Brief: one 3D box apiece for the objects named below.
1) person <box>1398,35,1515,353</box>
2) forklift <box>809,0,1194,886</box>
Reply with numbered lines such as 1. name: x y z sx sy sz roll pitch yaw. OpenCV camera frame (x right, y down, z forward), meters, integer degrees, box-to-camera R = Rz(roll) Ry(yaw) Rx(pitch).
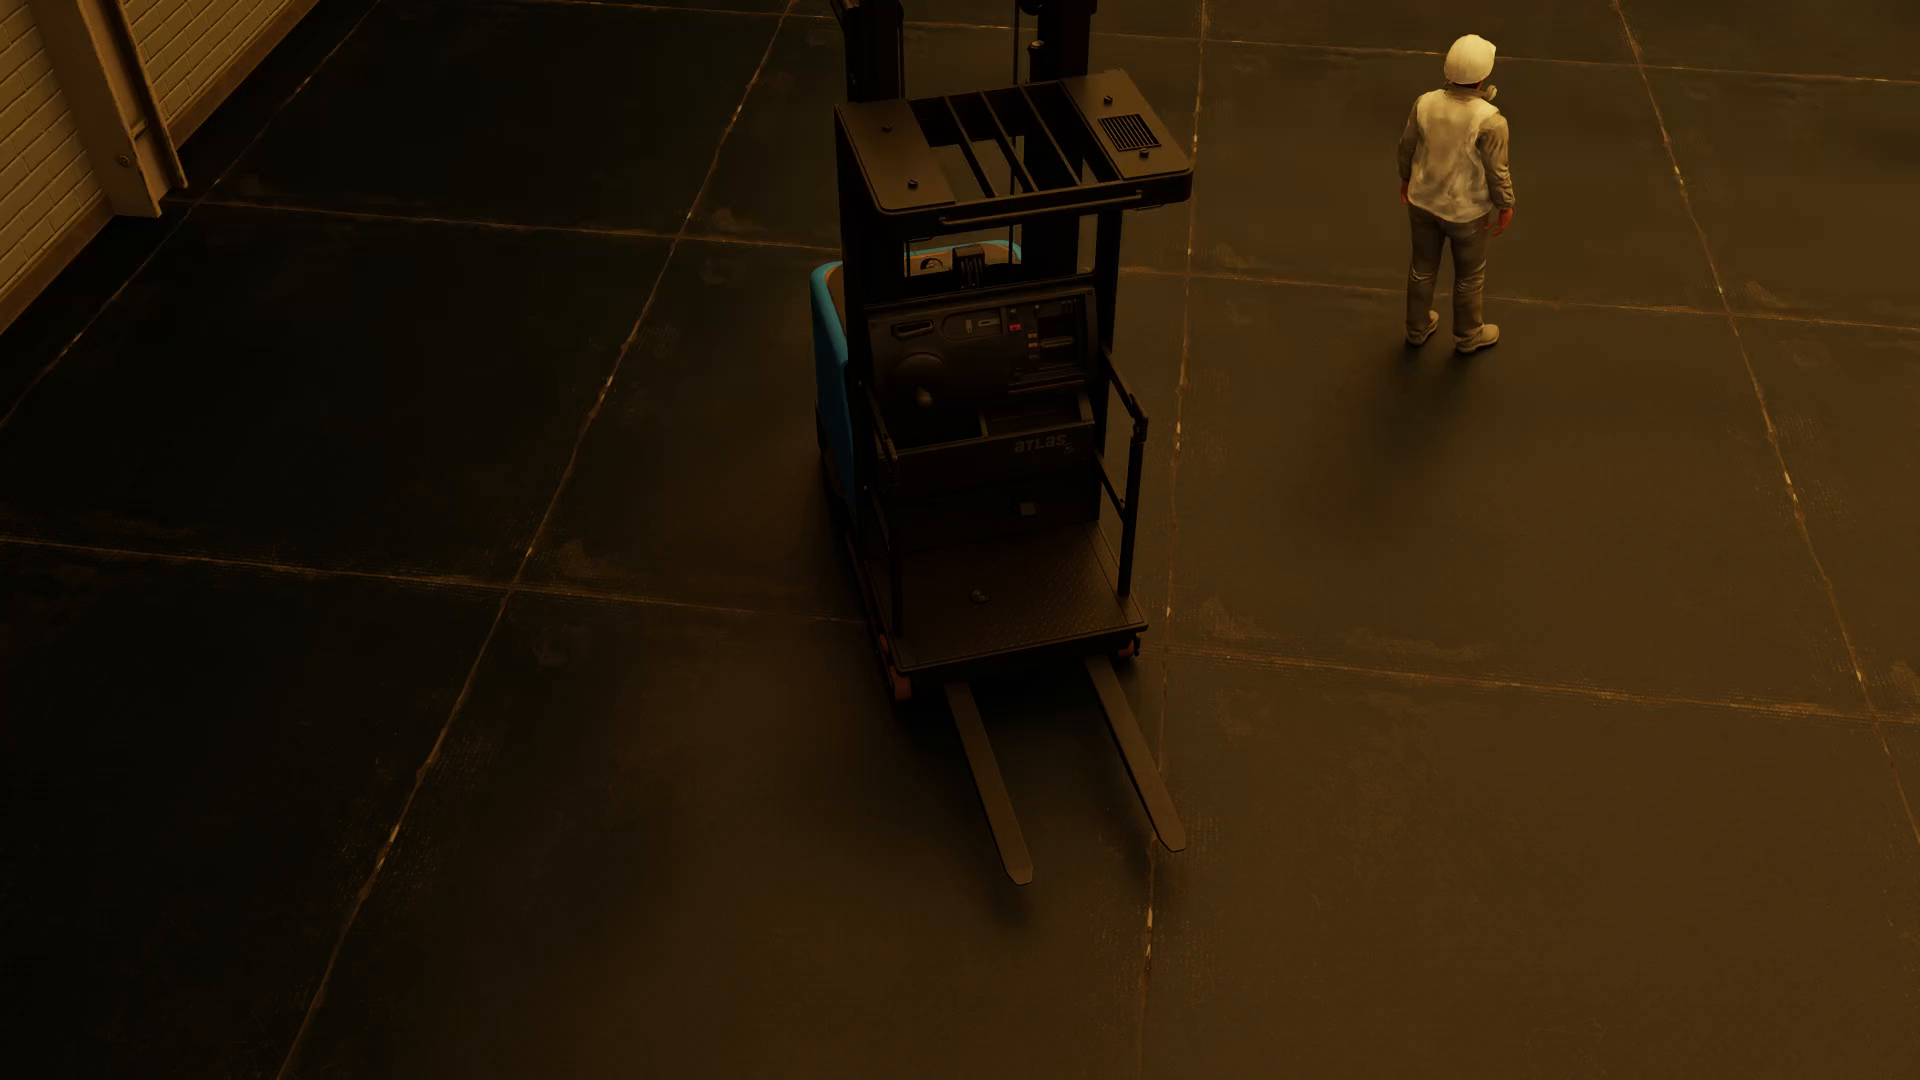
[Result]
1. person: 2.549 -1.768 8.493 0.634 1.775 0.566 32 51 30
2. forklift: 0.153 -0.681 6.465 1.130 2.935 3.031 -10 44 -11
